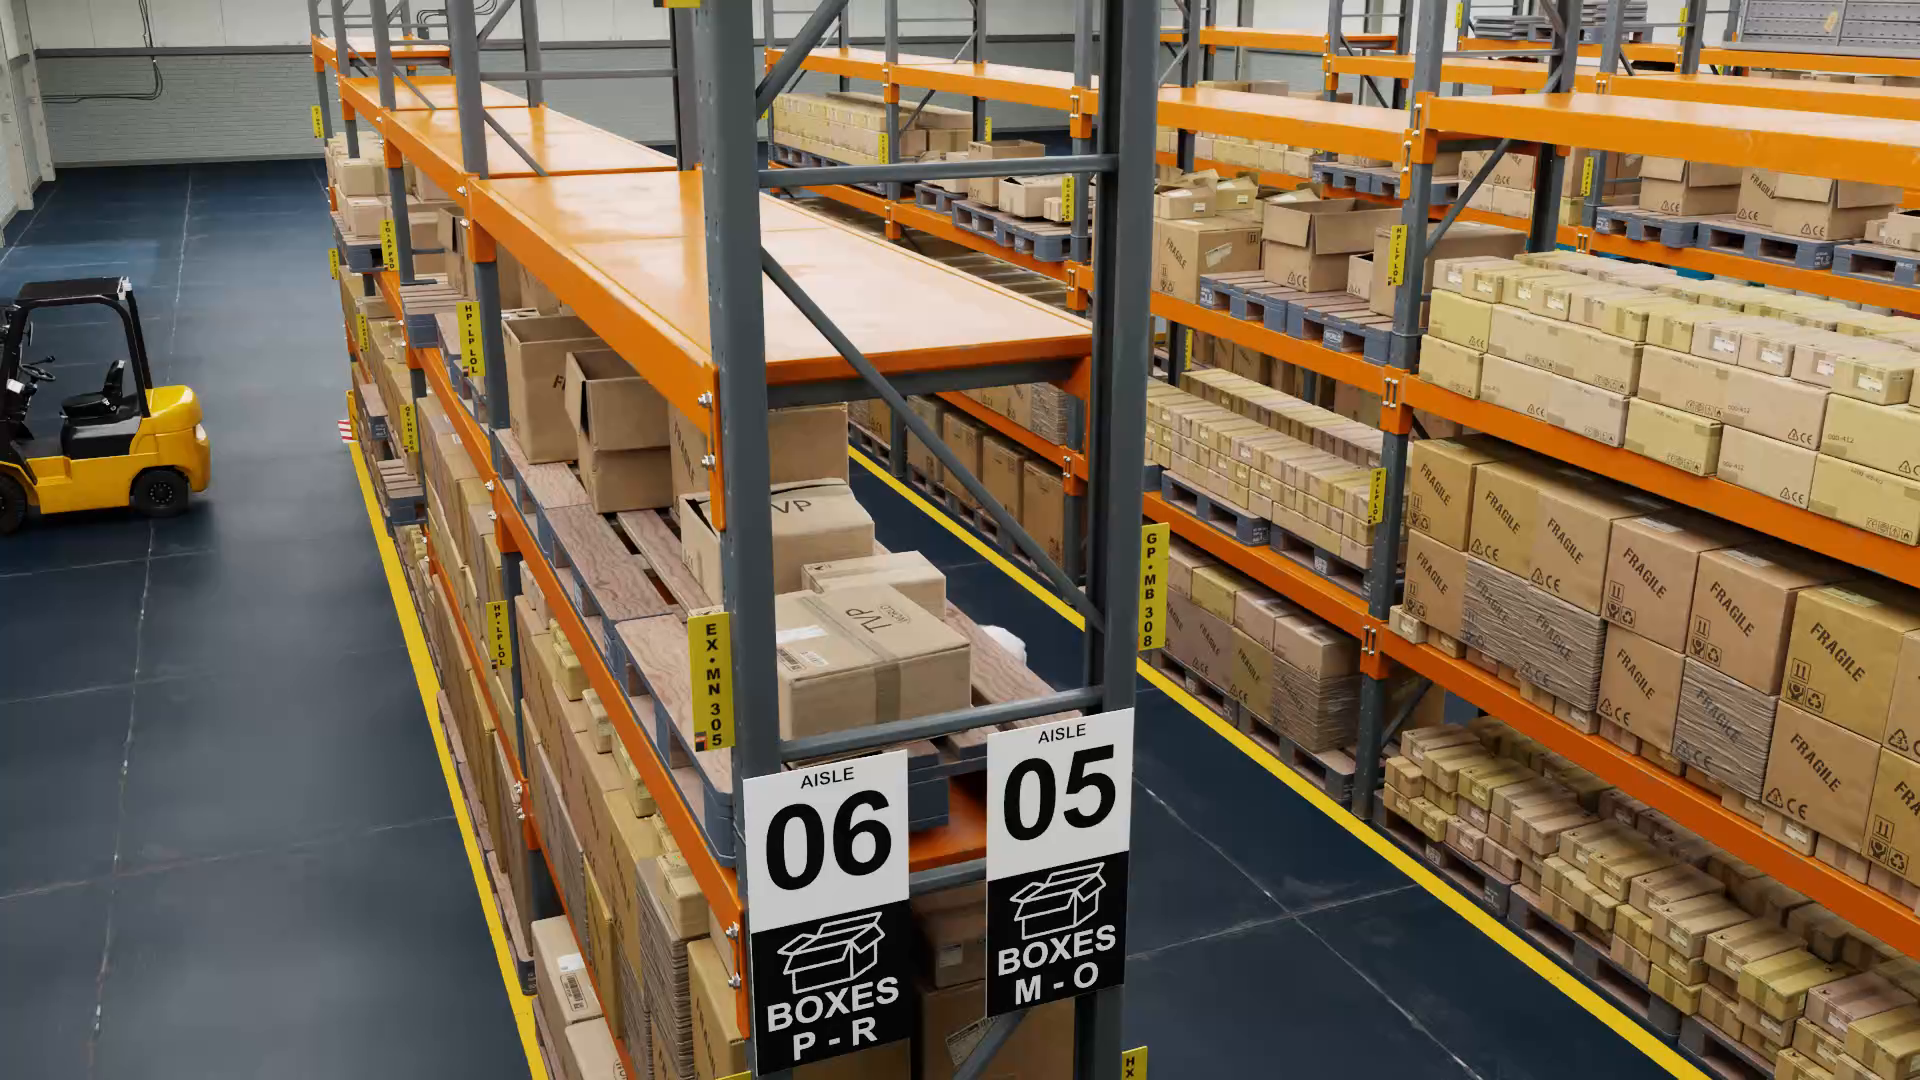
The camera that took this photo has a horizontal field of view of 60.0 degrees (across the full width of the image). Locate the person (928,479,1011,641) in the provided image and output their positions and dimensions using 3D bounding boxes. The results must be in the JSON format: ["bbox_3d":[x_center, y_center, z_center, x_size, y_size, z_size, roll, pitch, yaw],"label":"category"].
[{"bbox_3d":[0.075,0.424,11.283,0.616,1.760,0.456,-9,21,-24],"label":"person"}]
